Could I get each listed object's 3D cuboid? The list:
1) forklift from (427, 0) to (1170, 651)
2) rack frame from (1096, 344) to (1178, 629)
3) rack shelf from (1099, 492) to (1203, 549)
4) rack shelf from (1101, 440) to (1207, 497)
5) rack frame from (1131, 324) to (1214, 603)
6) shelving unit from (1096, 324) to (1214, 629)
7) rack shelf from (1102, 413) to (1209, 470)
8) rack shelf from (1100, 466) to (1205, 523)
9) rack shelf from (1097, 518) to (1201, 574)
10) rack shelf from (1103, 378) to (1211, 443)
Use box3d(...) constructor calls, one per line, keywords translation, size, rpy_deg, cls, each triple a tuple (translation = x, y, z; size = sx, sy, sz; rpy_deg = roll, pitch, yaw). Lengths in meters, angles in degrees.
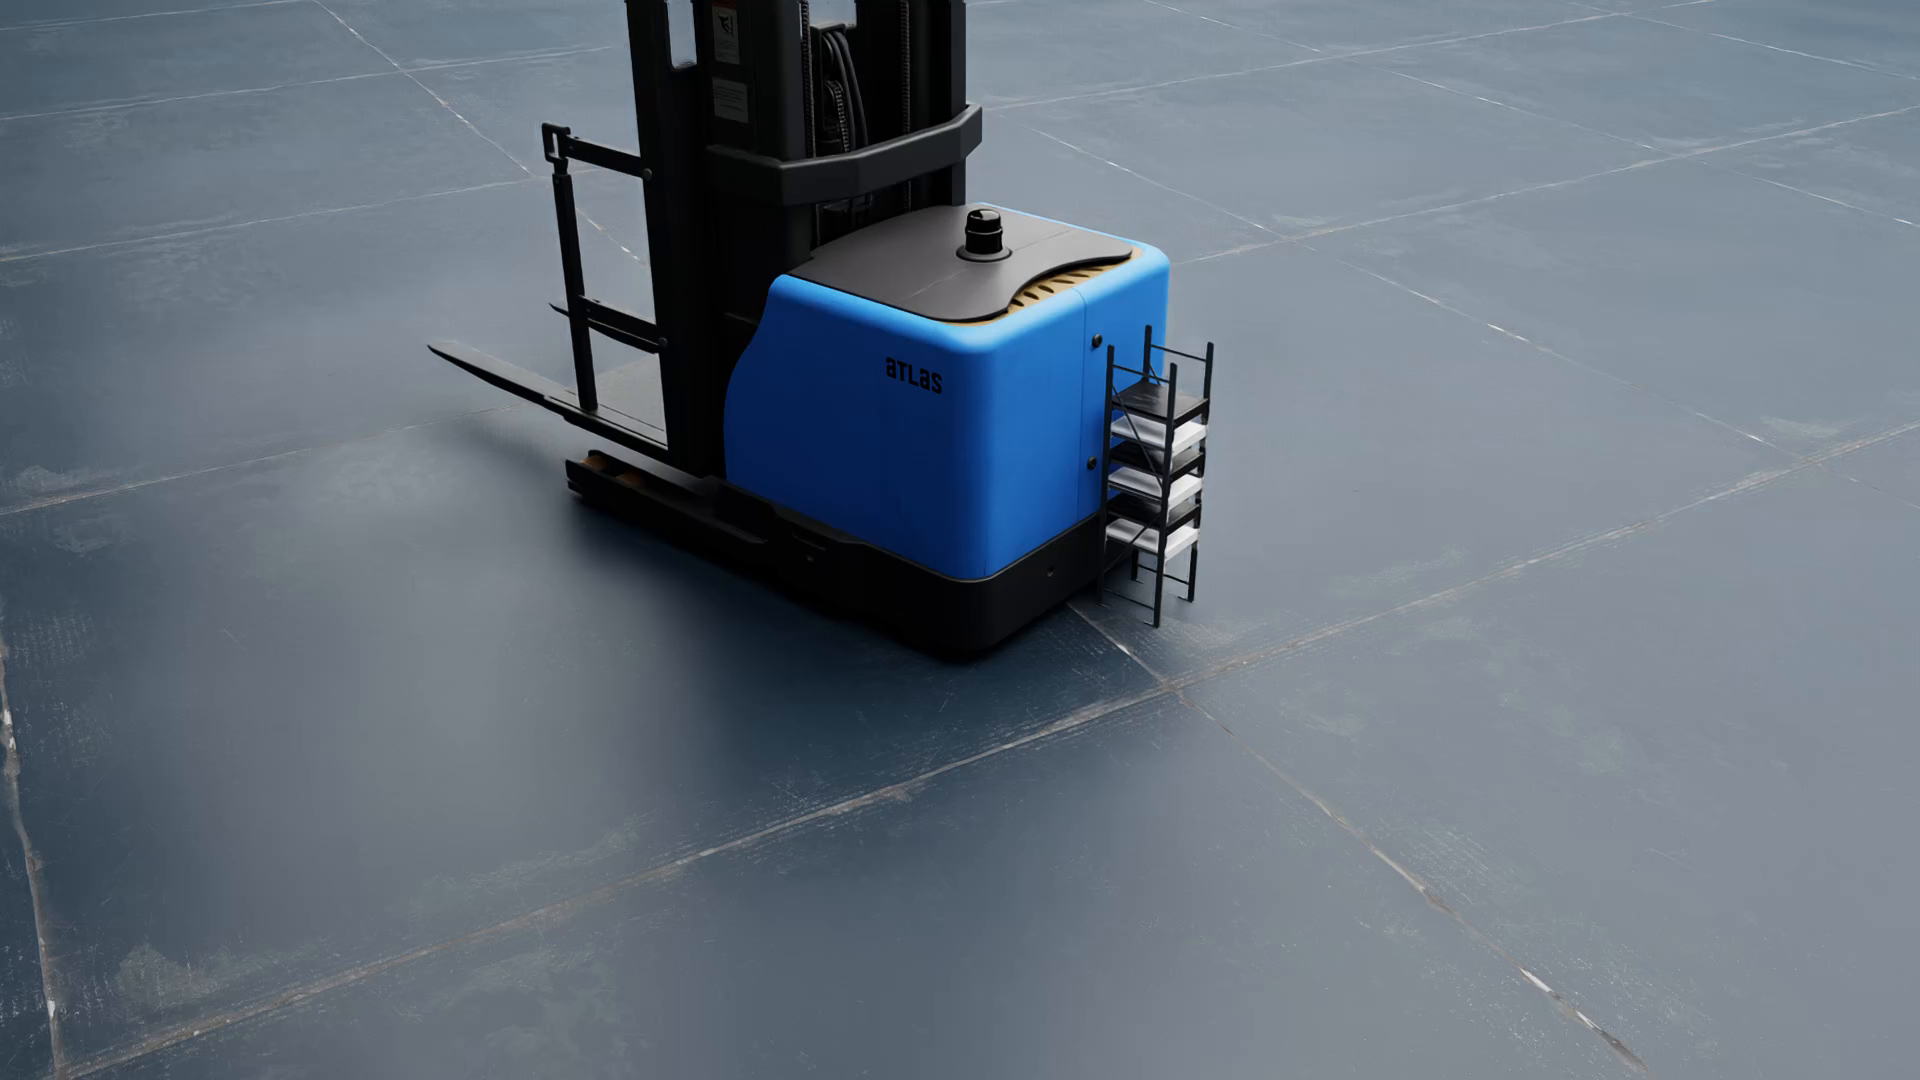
box3d(translation=(-0.782, -1.531, 5.491), size=(3.031, 2.935, 1.130), rpy_deg=(22, 36, 34), cls="forklift")
box3d(translation=(0.534, -0.151, 5.092), size=(0.240, 0.900, 0.006), rpy_deg=(21, 35, 33), cls="rack frame")
box3d(translation=(0.598, -0.081, 5.221), size=(0.258, 0.077, 0.200), rpy_deg=(21, 35, 33), cls="rack shelf")
box3d(translation=(0.598, -0.239, 5.134), size=(0.258, 0.077, 0.200), rpy_deg=(21, 35, 33), cls="rack shelf")
box3d(translation=(0.662, -0.228, 5.231), size=(0.240, 0.900, 0.006), rpy_deg=(21, 35, 33), cls="rack frame")
box3d(translation=(0.598, -0.189, 5.162), size=(0.258, 0.900, 0.210), rpy_deg=(21, 35, 33), cls="shelving unit")
box3d(translation=(0.598, -0.318, 5.091), size=(0.258, 0.077, 0.200), rpy_deg=(21, 35, 33), cls="rack shelf")
box3d(translation=(0.598, -0.160, 5.178), size=(0.258, 0.077, 0.200), rpy_deg=(21, 35, 33), cls="rack shelf")
box3d(translation=(0.598, -0.003, 5.265), size=(0.258, 0.077, 0.200), rpy_deg=(21, 35, 33), cls="rack shelf")
box3d(translation=(0.598, -0.397, 5.047), size=(0.258, 0.077, 0.200), rpy_deg=(21, 35, 33), cls="rack shelf")
